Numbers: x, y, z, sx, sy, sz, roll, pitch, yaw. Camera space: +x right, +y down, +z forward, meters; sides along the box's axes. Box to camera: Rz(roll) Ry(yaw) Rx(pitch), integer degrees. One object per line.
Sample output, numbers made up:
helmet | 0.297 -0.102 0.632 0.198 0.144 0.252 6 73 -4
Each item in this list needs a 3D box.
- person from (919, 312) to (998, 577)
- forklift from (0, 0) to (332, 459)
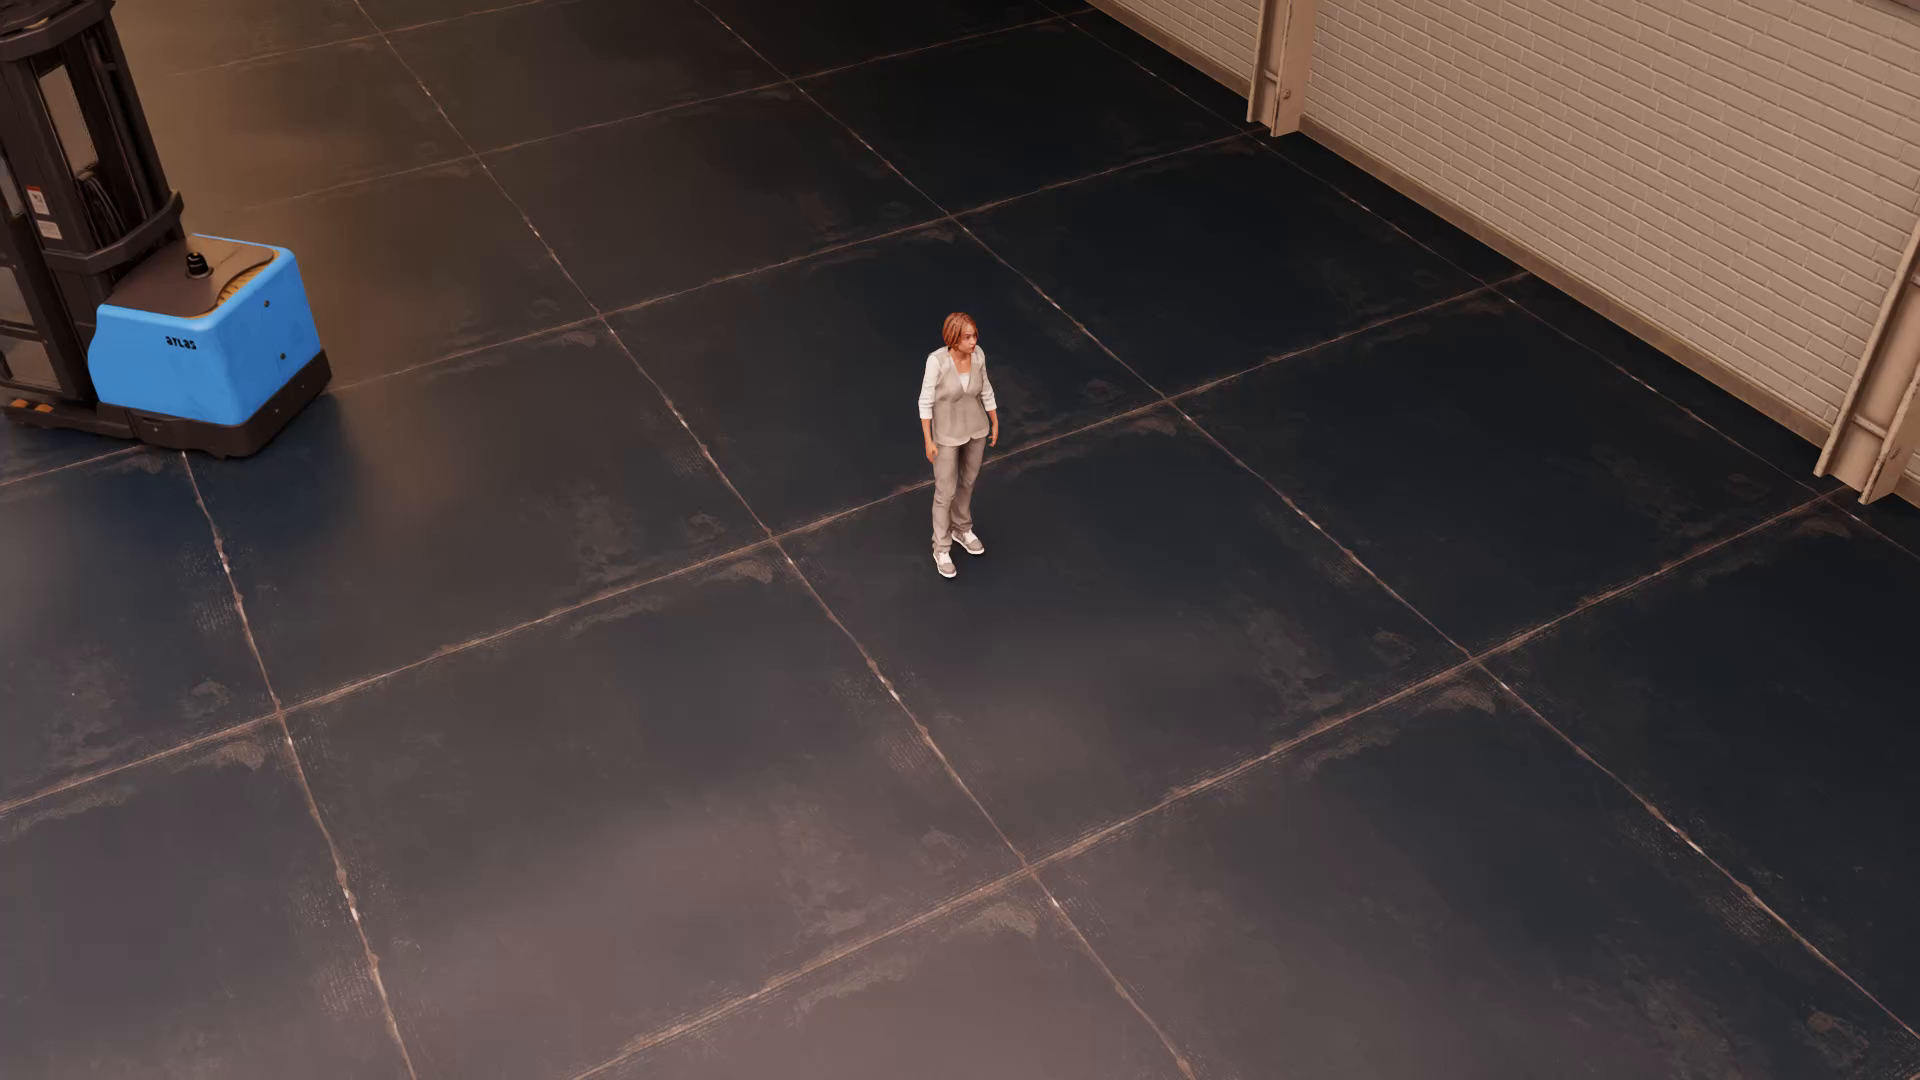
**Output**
person | 0.024 -0.575 9.763 0.520 1.597 0.475 -20 44 -23
forklift | -5.950 -2.192 10.678 3.031 2.935 1.130 10 41 12
